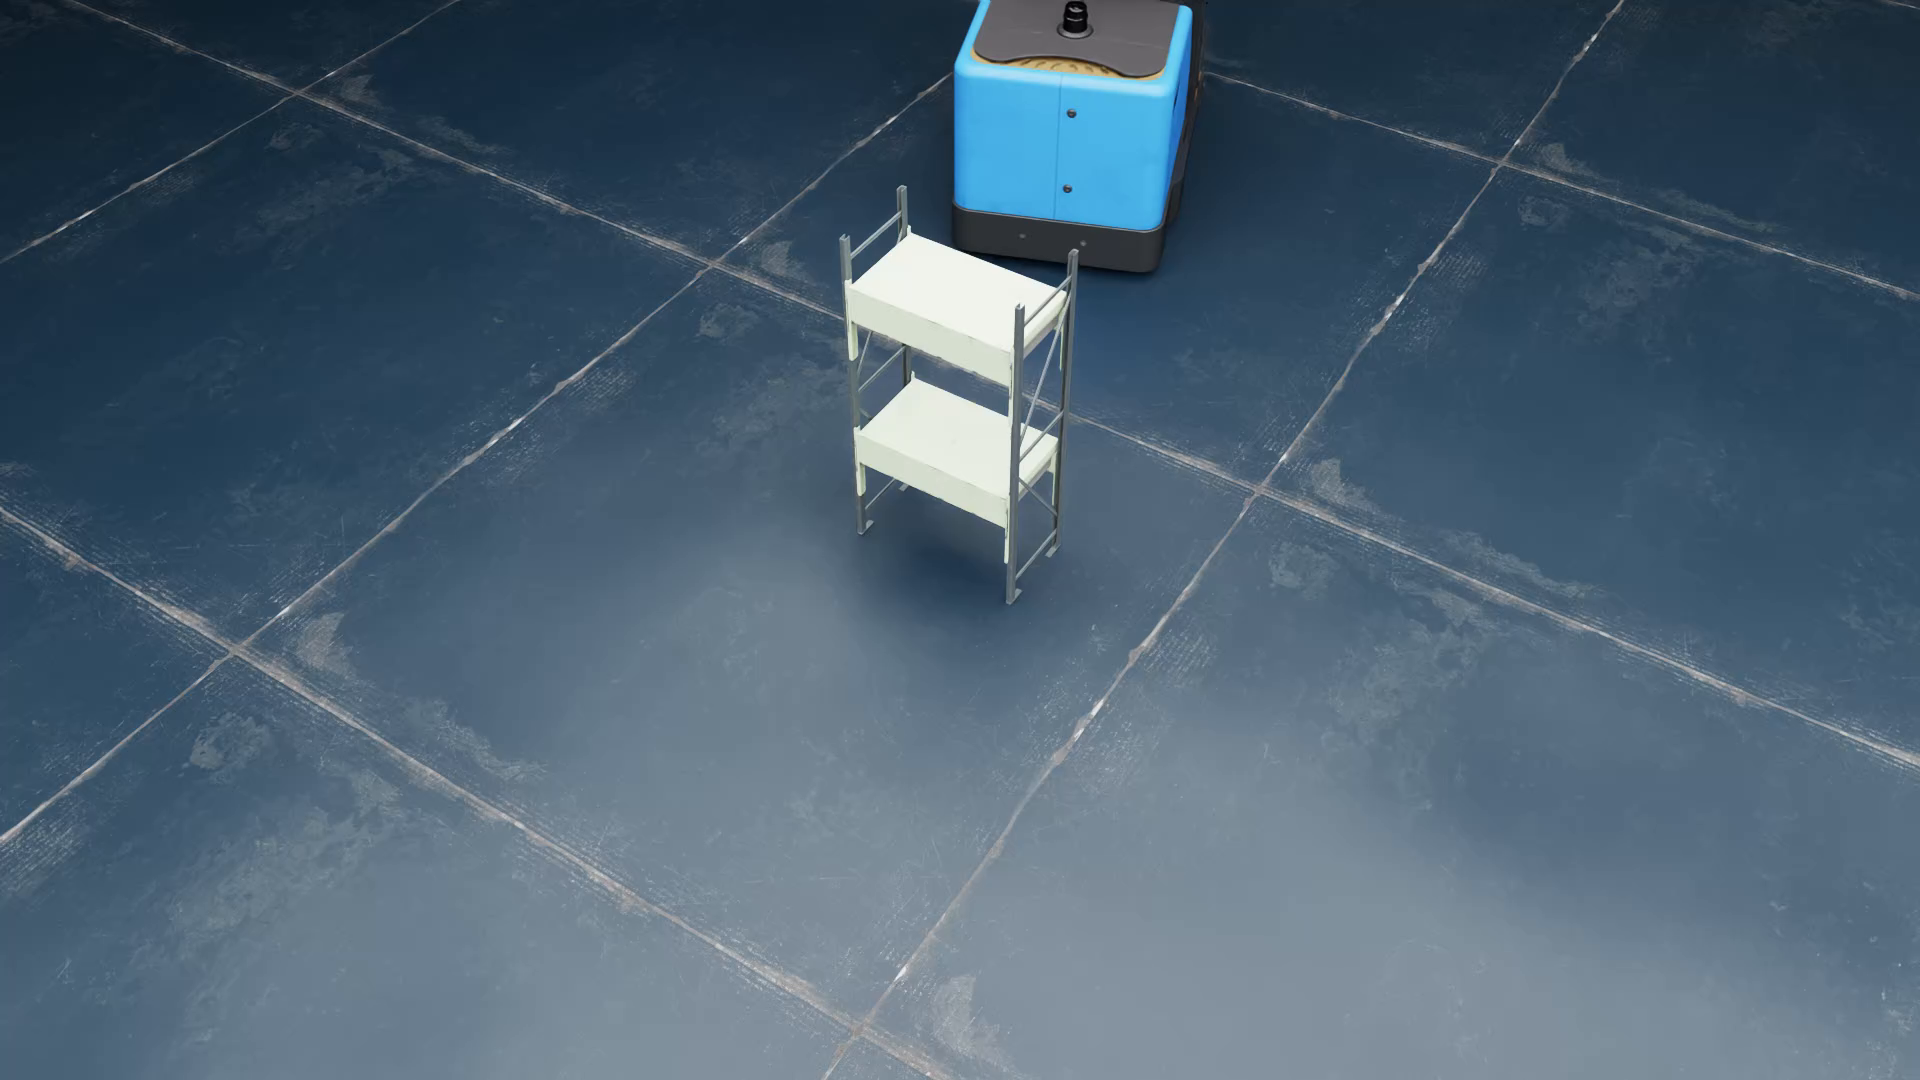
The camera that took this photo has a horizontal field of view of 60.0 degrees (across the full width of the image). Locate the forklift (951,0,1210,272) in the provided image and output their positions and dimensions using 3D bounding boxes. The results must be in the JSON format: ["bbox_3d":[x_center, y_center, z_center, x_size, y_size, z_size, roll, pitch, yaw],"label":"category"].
[{"bbox_3d":[0.767,-3.407,8.239,1.130,2.935,3.031,9,46,8],"label":"forklift"}]

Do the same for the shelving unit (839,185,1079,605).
[{"bbox_3d":[-0.006,-0.525,6.436,0.755,1.500,0.431,25,51,22],"label":"shelving unit"}]

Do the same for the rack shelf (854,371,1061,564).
[{"bbox_3d":[-0.006,-0.298,6.670,0.720,0.370,0.431,25,51,22],"label":"rack shelf"}]

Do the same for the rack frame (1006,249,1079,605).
[{"bbox_3d":[0.302,-0.384,6.299,0.023,1.500,0.400,25,51,22],"label":"rack frame"}]

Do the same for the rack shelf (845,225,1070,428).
[{"bbox_3d":[-0.006,-0.797,6.157,0.720,0.370,0.431,25,51,22],"label":"rack shelf"}]

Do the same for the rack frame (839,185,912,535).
[{"bbox_3d":[-0.314,-0.667,6.574,0.023,1.500,0.400,25,51,22],"label":"rack frame"}]
